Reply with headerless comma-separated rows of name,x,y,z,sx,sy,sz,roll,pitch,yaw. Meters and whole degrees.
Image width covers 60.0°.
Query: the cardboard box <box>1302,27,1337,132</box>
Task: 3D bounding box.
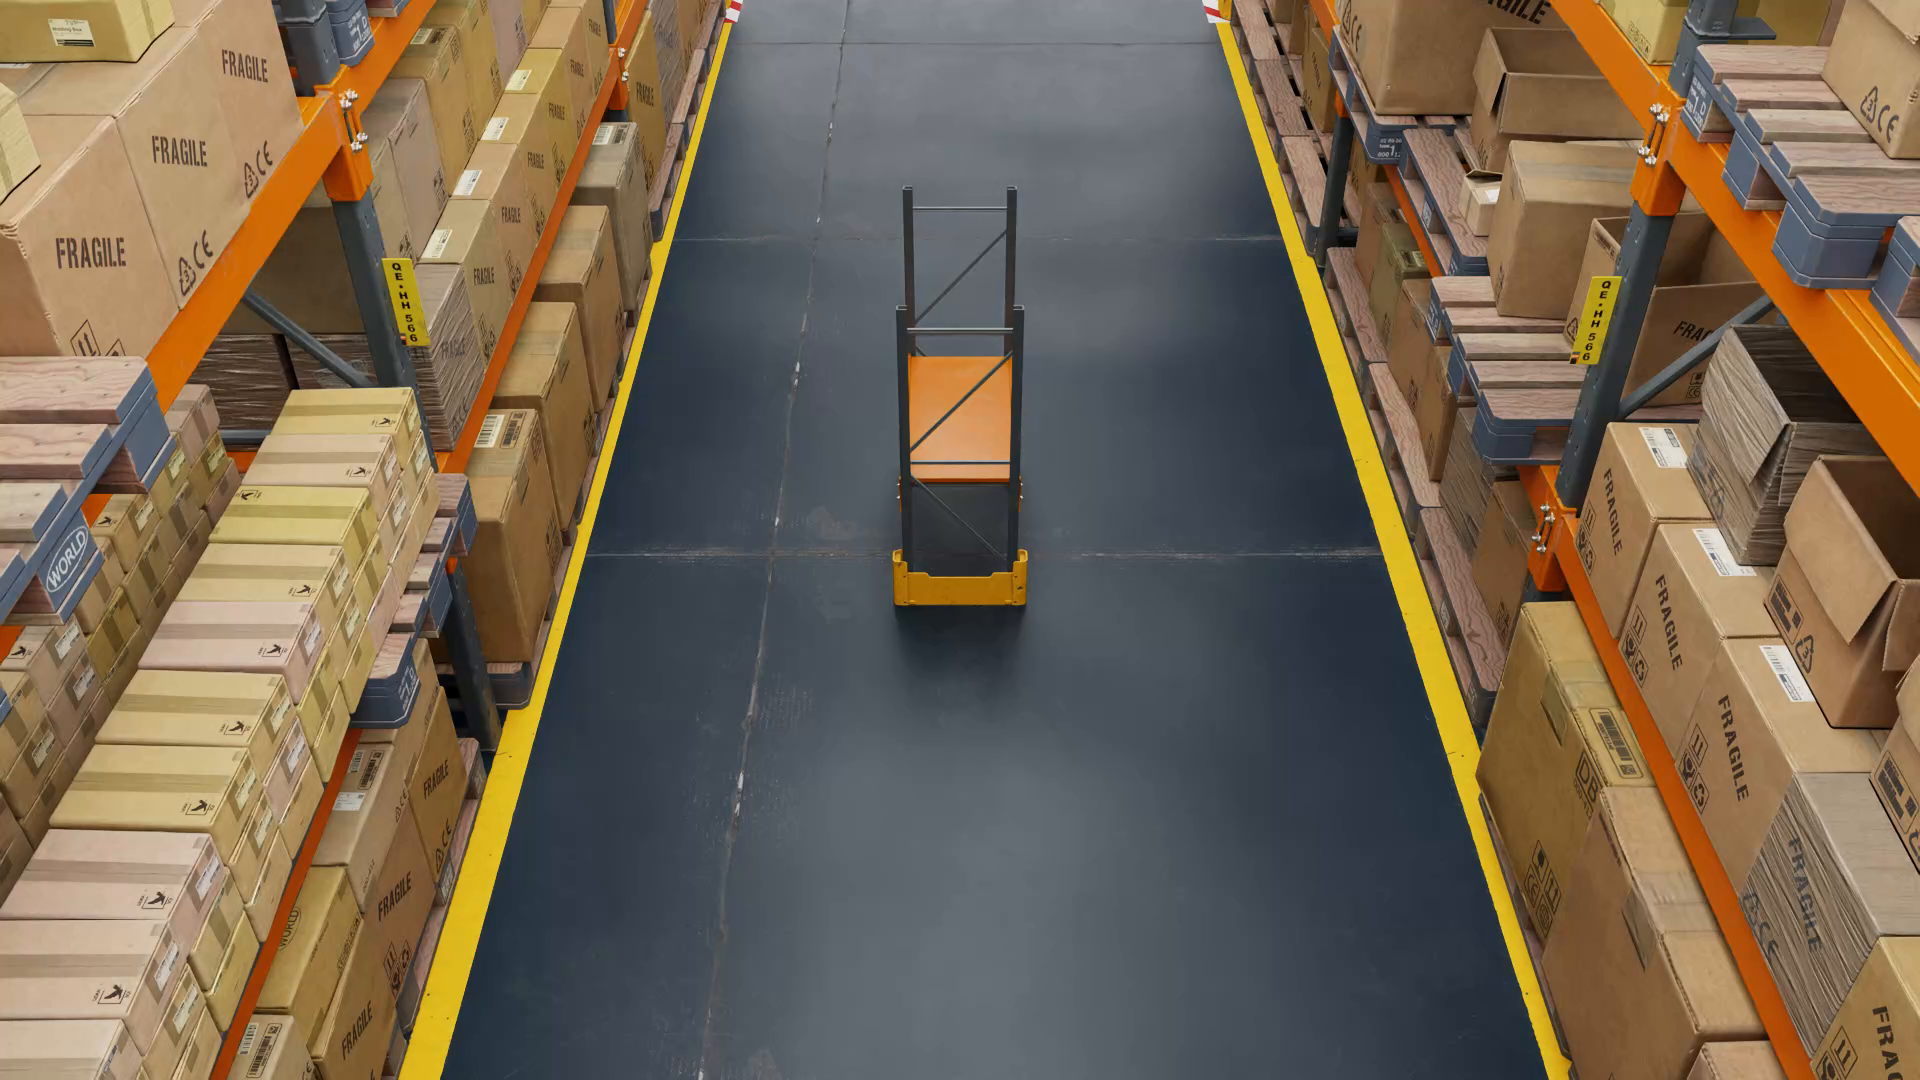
cardboard box,2.544,-2.978,10.731,0.500,0.500,0.500,-3,39,-4

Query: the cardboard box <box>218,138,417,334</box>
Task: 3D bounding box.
cardboard box,-2.354,-1.061,5.796,0.700,0.500,0.500,0,39,0

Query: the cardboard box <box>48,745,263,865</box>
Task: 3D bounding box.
cardboard box,-1.905,0.628,3.957,0.380,0.149,0.250,1,39,1

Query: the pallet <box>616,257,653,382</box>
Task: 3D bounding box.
pallet,-2.291,-1.282,9.181,1.003,0.211,1.213,0,39,0

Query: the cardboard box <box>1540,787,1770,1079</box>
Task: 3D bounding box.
cardboard box,2.570,1.363,5.014,1.225,0.875,0.875,0,39,0

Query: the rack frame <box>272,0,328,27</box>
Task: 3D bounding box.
rack frame,-2.363,-2.692,3.914,1.000,3.000,0.127,0,39,0

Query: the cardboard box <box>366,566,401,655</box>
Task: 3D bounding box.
cardboard box,-1.904,0.207,4.958,0.380,0.149,0.250,1,39,1

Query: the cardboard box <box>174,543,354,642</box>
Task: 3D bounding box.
cardboard box,-1.902,0.145,4.560,0.380,0.149,0.250,1,39,1

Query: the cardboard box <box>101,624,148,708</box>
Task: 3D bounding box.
cardboard box,-2.562,0.368,4.757,0.380,0.149,0.250,2,39,2

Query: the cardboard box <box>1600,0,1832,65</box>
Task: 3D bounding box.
cardboard box,2.351,-1.701,5.195,0.500,0.250,0.500,0,39,0

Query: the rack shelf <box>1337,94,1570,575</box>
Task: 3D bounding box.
rack shelf,2.595,-1.262,7.501,1.077,0.370,4.000,0,39,0

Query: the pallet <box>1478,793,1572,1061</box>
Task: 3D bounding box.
pallet,2.523,1.290,5.972,1.003,0.211,1.213,0,39,0

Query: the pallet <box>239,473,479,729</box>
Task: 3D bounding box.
pallet,-2.256,0.169,5.294,1.213,0.211,1.003,0,39,0

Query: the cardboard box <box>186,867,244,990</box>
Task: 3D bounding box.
cardboard box,-1.905,0.901,3.854,0.380,0.149,0.250,-1,39,-1

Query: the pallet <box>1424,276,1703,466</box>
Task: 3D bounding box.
pallet,2.490,-0.662,6.331,1.213,0.211,1.003,0,39,0

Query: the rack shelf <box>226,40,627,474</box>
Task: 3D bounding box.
rack shelf,-2.365,-1.321,7.575,1.077,0.370,4.000,0,39,0

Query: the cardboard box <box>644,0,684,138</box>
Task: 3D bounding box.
cardboard box,-2.303,-3.144,10.638,0.875,0.875,0.875,0,39,0

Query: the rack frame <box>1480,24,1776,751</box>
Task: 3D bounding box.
rack frame,2.597,-0.292,5.715,1.000,3.000,0.127,0,39,0

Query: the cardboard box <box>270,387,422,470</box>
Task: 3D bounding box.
cardboard box,-1.904,-0.343,5.169,0.380,0.149,0.250,-1,39,-2

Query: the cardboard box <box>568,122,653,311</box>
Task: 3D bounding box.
cardboard box,-2.277,-1.751,8.999,1.050,0.750,0.750,0,39,0

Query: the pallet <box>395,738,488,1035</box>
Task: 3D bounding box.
pallet,-2.364,1.226,6.052,1.003,0.211,1.213,0,39,0

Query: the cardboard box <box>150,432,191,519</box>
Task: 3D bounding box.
cardboard box,-2.553,-0.192,4.980,0.380,0.149,0.250,-1,39,-1

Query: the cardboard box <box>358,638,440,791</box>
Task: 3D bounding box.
cardboard box,-2.100,0.595,5.672,0.500,0.250,0.500,-1,39,-1

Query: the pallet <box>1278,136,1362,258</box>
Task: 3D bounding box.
pallet,2.556,-2.125,10.233,1.003,0.211,1.213,0,39,0

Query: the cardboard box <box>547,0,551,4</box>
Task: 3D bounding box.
cardboard box,-2.361,-2.971,8.180,0.700,0.500,0.500,-1,39,-1

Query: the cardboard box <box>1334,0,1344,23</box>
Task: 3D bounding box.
cardboard box,2.307,-2.986,9.278,0.380,0.149,0.250,0,39,0

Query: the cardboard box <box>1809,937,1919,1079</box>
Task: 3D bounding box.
cardboard box,2.327,1.242,3.721,0.500,0.500,0.500,0,39,-1

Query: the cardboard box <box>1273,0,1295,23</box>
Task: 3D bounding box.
cardboard box,2.572,-4.092,12.121,0.500,0.500,0.500,7,39,8

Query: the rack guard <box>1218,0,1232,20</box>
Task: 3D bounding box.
rack guard,2.588,-4.272,12.680,1.175,0.500,0.348,0,39,0

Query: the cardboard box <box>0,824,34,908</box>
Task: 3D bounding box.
cardboard box,-2.562,0.855,4.150,0.380,0.149,0.250,-1,39,-2

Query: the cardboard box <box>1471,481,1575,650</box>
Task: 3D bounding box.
cardboard box,2.576,0.093,6.882,0.700,0.500,0.500,-2,39,-2

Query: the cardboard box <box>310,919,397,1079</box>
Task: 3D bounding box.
cardboard box,-2.087,1.527,5.109,0.500,0.500,0.500,-2,39,-2

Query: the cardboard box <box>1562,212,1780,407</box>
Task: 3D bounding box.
cardboard box,2.556,-0.832,5.974,0.500,0.500,0.500,-5,39,-6

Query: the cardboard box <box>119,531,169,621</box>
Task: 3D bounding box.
cardboard box,-2.557,0.106,4.847,0.380,0.149,0.250,-1,39,-1

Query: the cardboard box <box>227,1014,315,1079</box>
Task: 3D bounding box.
cardboard box,-2.094,1.555,4.475,0.500,0.250,0.500,1,39,2

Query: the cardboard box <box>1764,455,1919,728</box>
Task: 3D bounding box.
cardboard box,2.580,0.143,4.291,0.797,0.503,0.637,1,39,1

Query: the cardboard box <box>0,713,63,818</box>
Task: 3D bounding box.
cardboard box,-2.560,0.575,4.262,0.380,0.149,0.250,0,39,0

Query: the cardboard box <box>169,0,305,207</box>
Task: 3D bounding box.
cardboard box,-2.108,-1.204,4.375,0.500,0.500,0.500,0,39,0

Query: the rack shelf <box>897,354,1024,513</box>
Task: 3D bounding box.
rack shelf,0.000,-0.498,7.460,0.538,0.185,1.000,0,39,0

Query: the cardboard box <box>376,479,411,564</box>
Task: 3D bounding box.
cardboard box,-1.905,-0.058,5.051,0.380,0.149,0.250,1,39,2

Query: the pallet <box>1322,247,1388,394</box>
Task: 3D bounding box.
pallet,2.595,-1.218,9.101,1.003,0.211,1.213,0,39,0

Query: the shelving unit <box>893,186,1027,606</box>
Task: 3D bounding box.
shelving unit,0.000,-0.633,7.340,0.587,1.500,1.083,0,39,0

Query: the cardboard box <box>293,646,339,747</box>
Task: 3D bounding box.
cardboard box,-1.904,0.419,4.456,0.380,0.149,0.250,0,39,0

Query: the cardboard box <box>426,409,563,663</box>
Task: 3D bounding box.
cardboard box,-2.274,-0.018,6.837,1.050,0.750,0.750,-1,39,-1

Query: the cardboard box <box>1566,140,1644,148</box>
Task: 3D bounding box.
cardboard box,2.825,-1.445,6.939,0.500,0.250,0.500,-1,39,-1

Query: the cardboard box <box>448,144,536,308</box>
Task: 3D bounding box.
cardboard box,-2.097,-1.305,6.899,0.500,0.500,0.500,0,39,0

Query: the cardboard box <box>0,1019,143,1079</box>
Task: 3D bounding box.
cardboard box,-1.901,1.115,3.350,0.380,0.149,0.250,-1,39,-1

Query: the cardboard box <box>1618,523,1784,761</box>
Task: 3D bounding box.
cardboard box,2.328,0.296,4.902,0.500,0.500,0.500,-1,39,-1

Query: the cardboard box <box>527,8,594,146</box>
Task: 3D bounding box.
cardboard box,-2.099,-2.250,8.079,0.500,0.500,0.500,0,39,-1

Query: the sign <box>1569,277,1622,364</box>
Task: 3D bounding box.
sign,2.054,-0.706,5.370,0.100,0.325,0.005,0,39,0

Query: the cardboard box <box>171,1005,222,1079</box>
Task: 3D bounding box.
cardboard box,-1.901,1.192,3.729,0.380,0.149,0.250,-2,39,-2

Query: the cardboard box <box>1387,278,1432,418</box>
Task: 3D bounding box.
cardboard box,2.554,-0.957,8.193,0.700,0.500,0.500,-3,39,-4

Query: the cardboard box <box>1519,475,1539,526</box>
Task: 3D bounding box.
cardboard box,2.566,-0.199,6.648,0.500,0.250,0.500,1,39,2

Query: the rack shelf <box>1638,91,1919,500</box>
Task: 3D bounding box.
rack shelf,2.599,0.069,3.442,1.077,0.370,4.000,0,39,0

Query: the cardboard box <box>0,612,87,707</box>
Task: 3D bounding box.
cardboard box,-2.556,0.296,4.371,0.380,0.149,0.250,2,39,2

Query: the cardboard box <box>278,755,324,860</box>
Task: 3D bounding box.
cardboard box,-1.907,0.693,4.351,0.380,0.149,0.250,1,39,1

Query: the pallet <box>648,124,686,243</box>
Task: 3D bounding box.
pallet,-2.290,-2.240,10.377,1.003,0.211,1.213,0,39,0

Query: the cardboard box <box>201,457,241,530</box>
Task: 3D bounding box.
cardboard box,-2.564,-0.137,5.388,0.380,0.149,0.250,-1,39,-1

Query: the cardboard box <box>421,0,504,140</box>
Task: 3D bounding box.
cardboard box,-2.359,-2.018,6.990,0.700,0.500,0.500,0,39,0
